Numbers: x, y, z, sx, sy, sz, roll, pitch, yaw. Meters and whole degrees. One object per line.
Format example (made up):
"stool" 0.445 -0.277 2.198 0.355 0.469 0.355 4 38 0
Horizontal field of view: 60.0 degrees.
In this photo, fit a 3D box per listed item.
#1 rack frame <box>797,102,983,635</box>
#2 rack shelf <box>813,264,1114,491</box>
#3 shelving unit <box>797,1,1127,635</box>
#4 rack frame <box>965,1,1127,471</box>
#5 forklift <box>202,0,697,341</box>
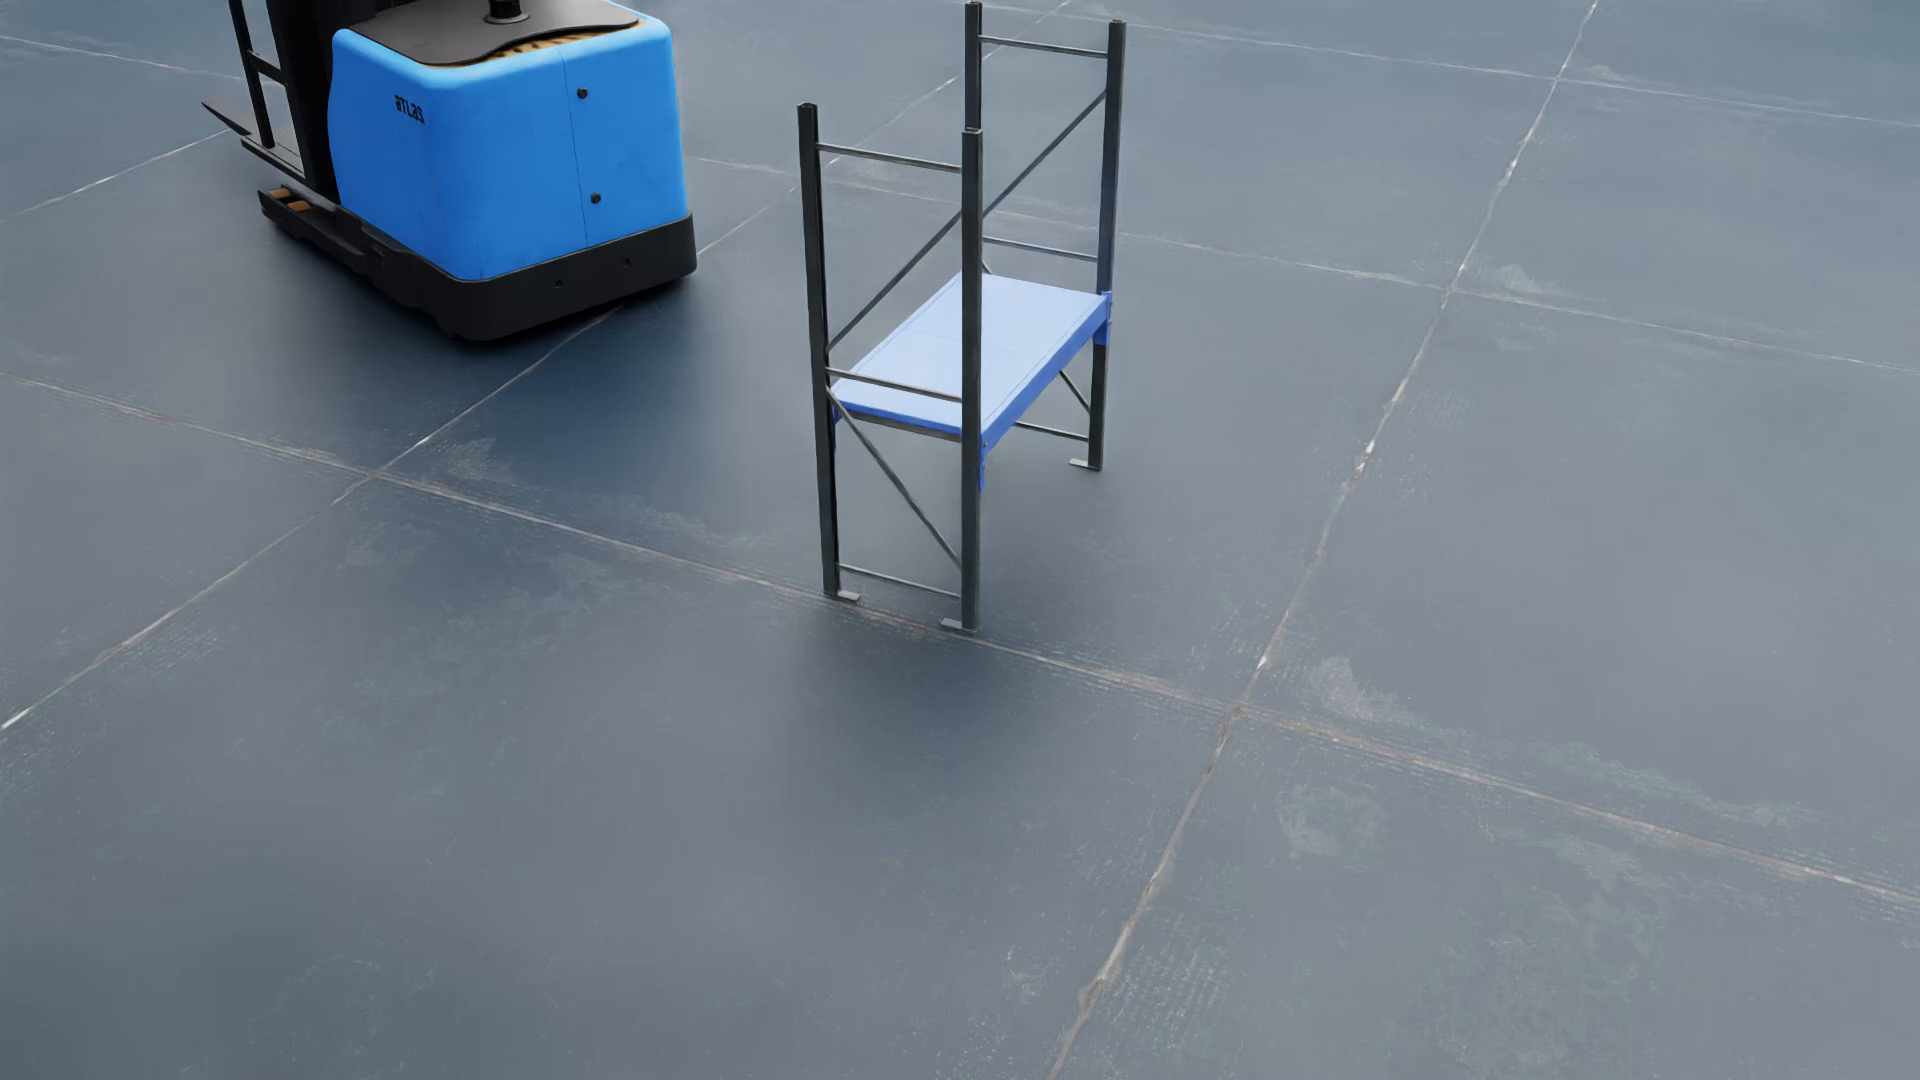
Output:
"rack frame" -0.177 -0.417 4.517 0.500 1.500 0.032 14 36 20
"rack shelf" 0.036 -0.519 5.002 0.538 0.185 1.000 14 36 20
"shelving unit" 0.036 -0.670 4.904 0.538 1.500 1.048 14 36 20
"rack frame" 0.248 -0.923 5.290 0.500 1.500 0.032 14 36 20
"forklift" -2.441 -2.699 6.694 1.130 2.935 3.031 -26 42 -34
